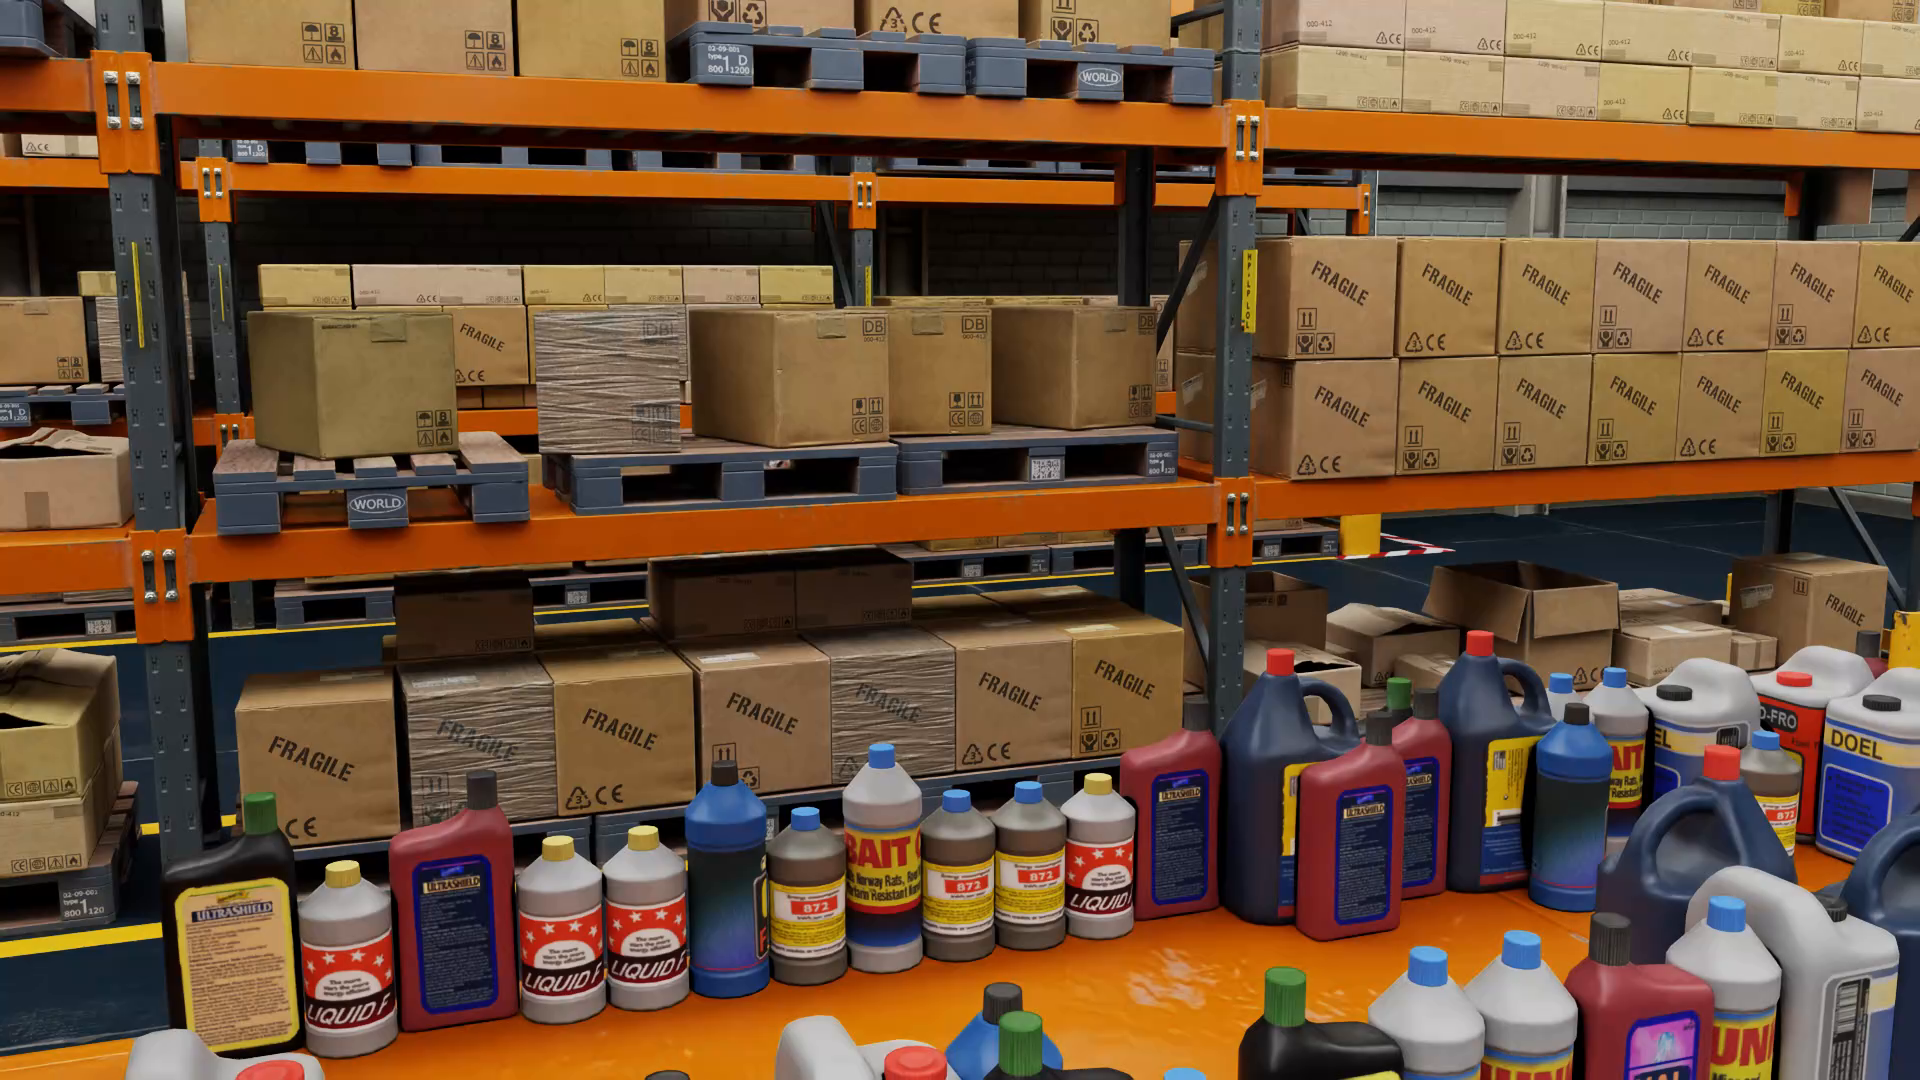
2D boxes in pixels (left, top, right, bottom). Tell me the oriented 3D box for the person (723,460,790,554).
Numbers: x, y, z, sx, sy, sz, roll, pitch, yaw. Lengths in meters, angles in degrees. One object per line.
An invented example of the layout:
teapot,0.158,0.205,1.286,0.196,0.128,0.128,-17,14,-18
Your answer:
person,-1.072,-0.083,8.603,0.518,1.564,0.729,-1,9,-9
